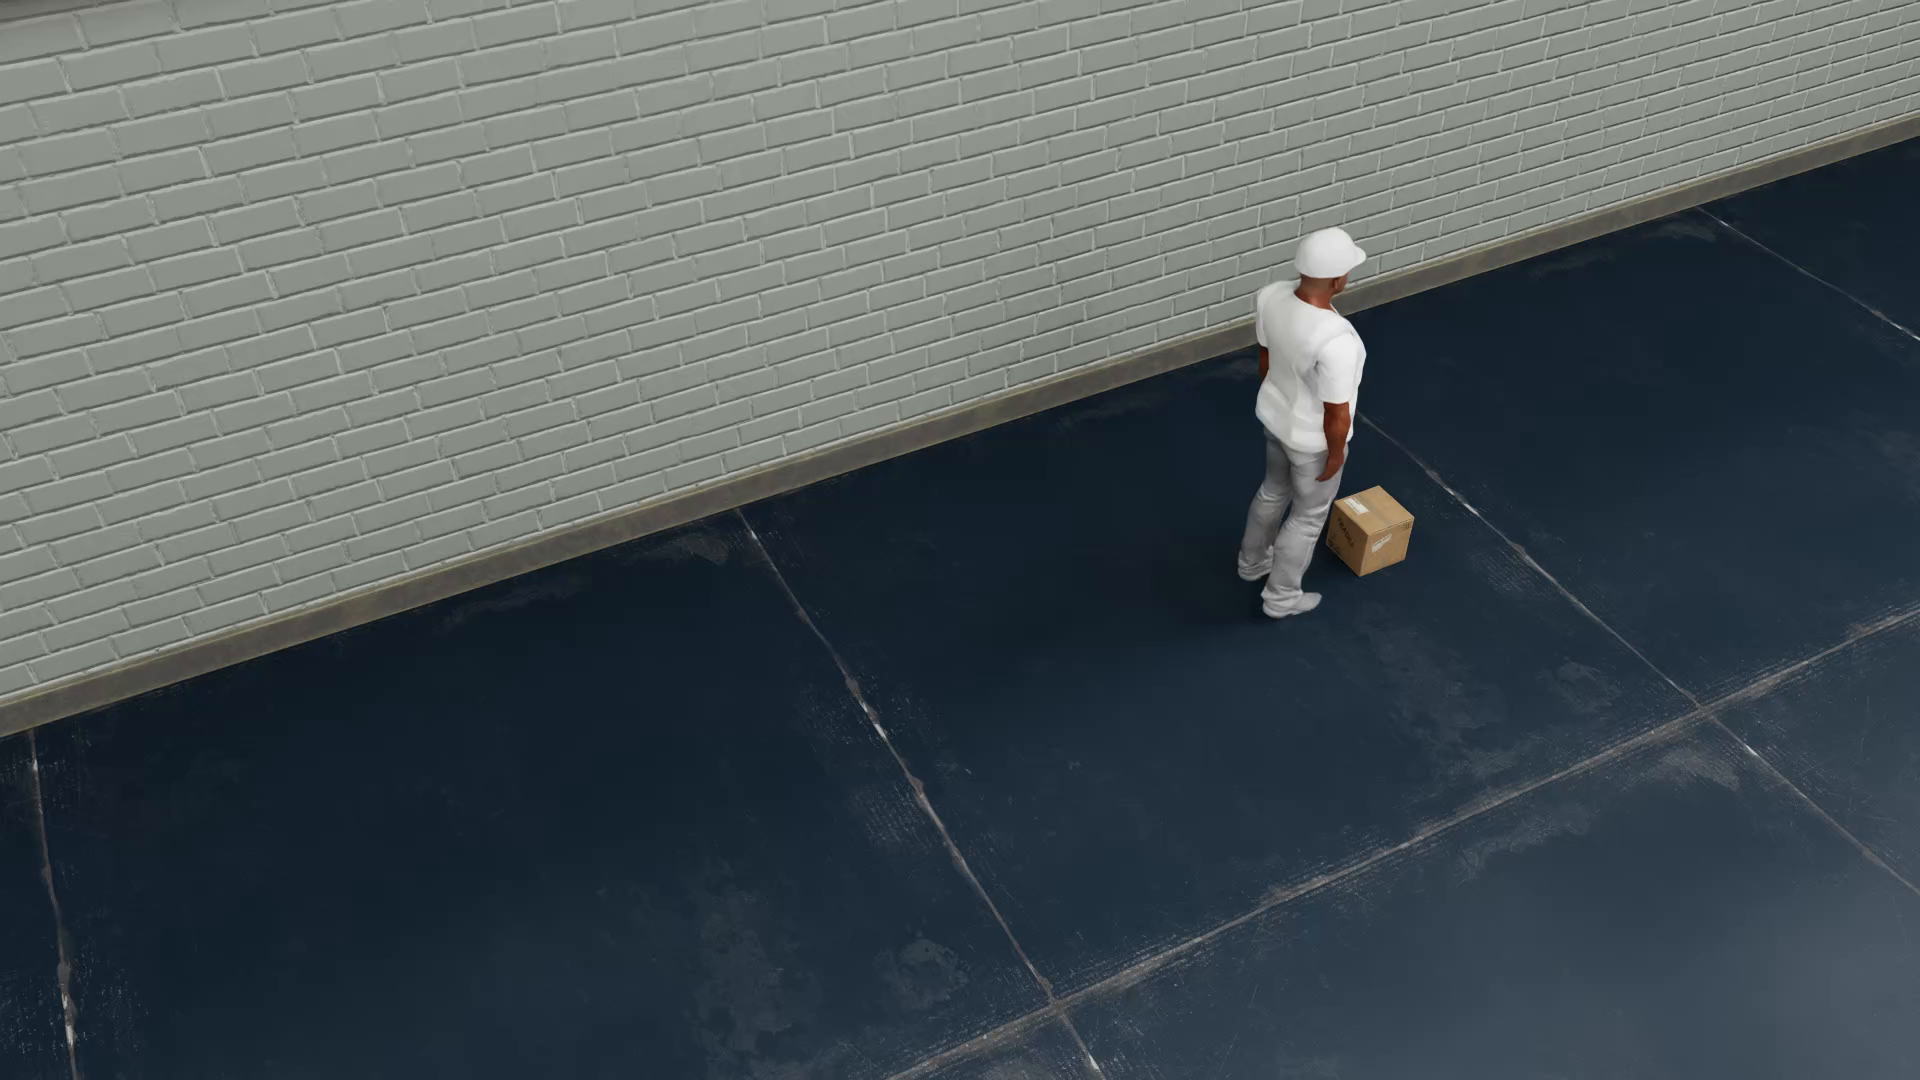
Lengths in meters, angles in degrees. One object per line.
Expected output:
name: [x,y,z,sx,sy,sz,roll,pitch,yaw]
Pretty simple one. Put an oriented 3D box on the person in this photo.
person: [1.377,-0.462,6.702,0.370,1.792,0.563,-18,44,-19]
